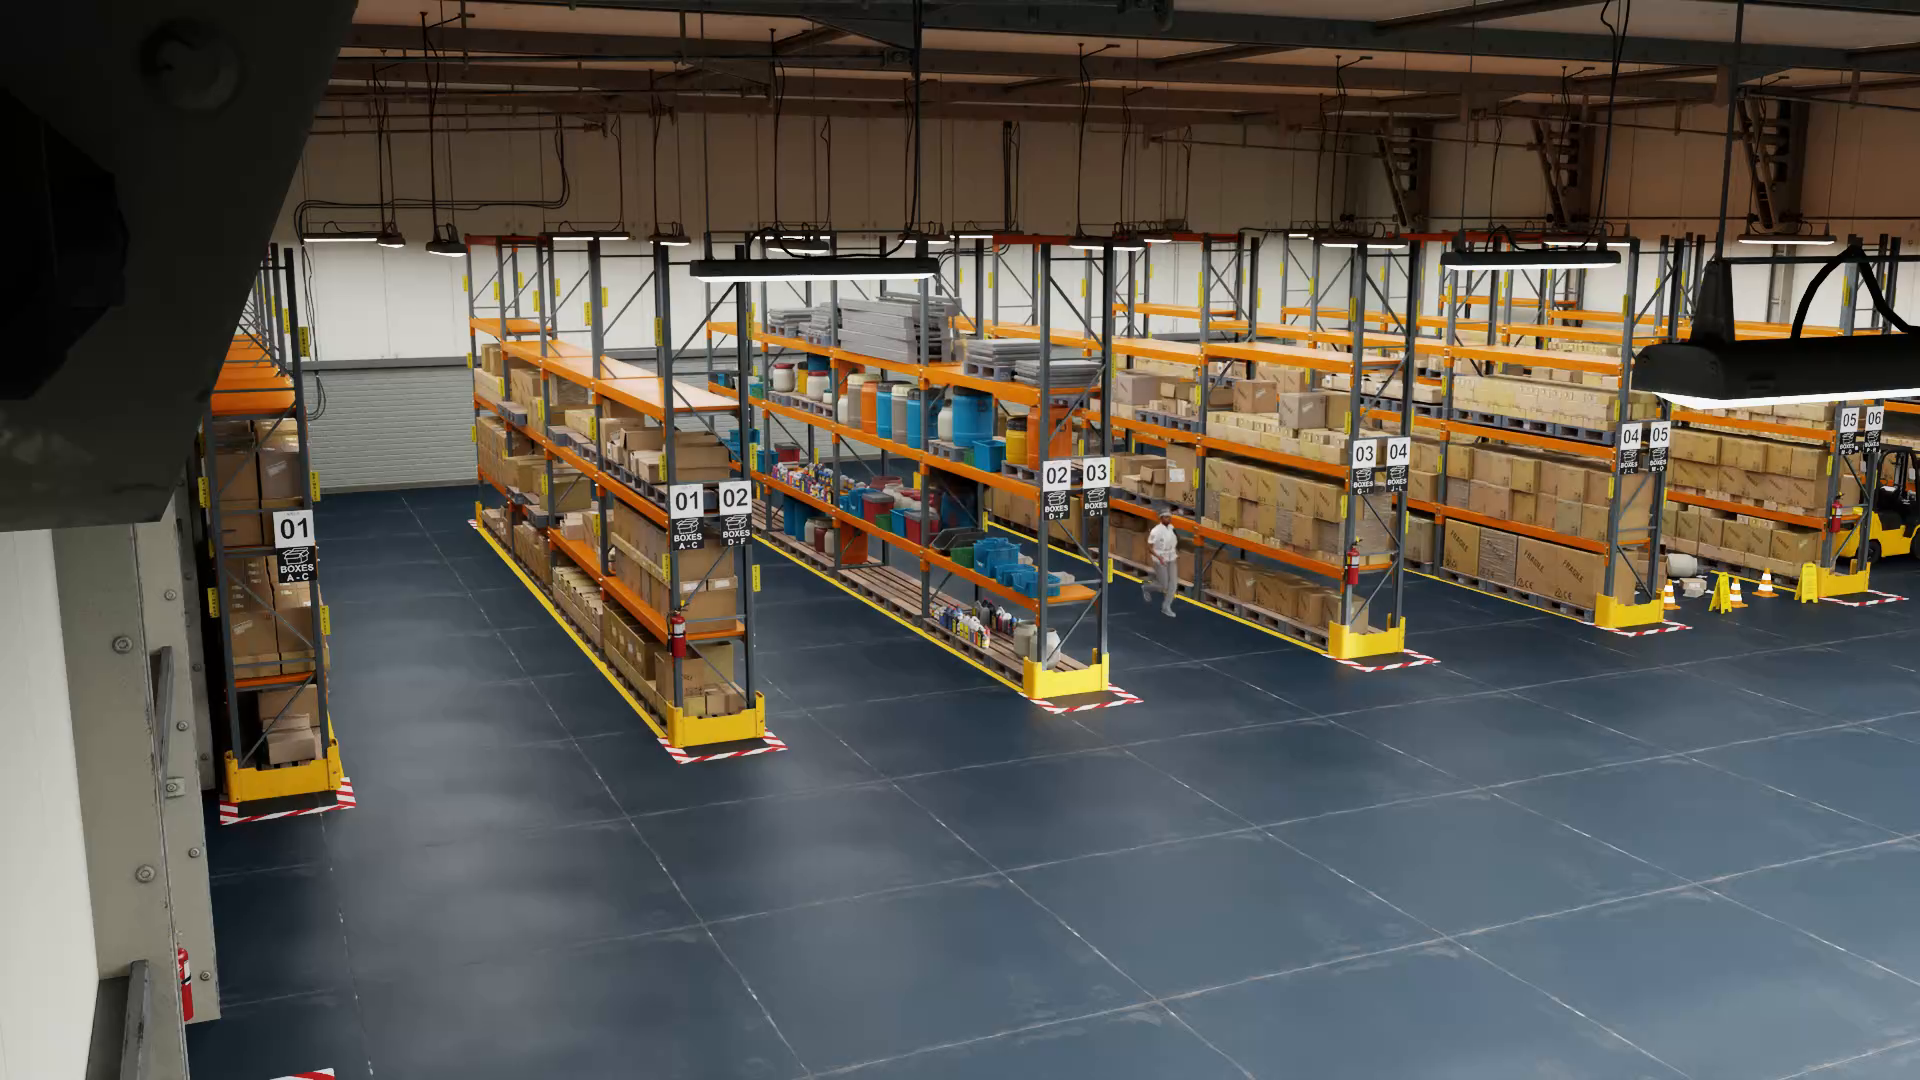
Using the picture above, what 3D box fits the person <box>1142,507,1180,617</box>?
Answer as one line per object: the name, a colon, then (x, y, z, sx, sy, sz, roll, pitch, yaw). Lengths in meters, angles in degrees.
person: (3.125, 0.313, 25.660, 0.582, 1.681, 0.672, -7, 13, -33)
